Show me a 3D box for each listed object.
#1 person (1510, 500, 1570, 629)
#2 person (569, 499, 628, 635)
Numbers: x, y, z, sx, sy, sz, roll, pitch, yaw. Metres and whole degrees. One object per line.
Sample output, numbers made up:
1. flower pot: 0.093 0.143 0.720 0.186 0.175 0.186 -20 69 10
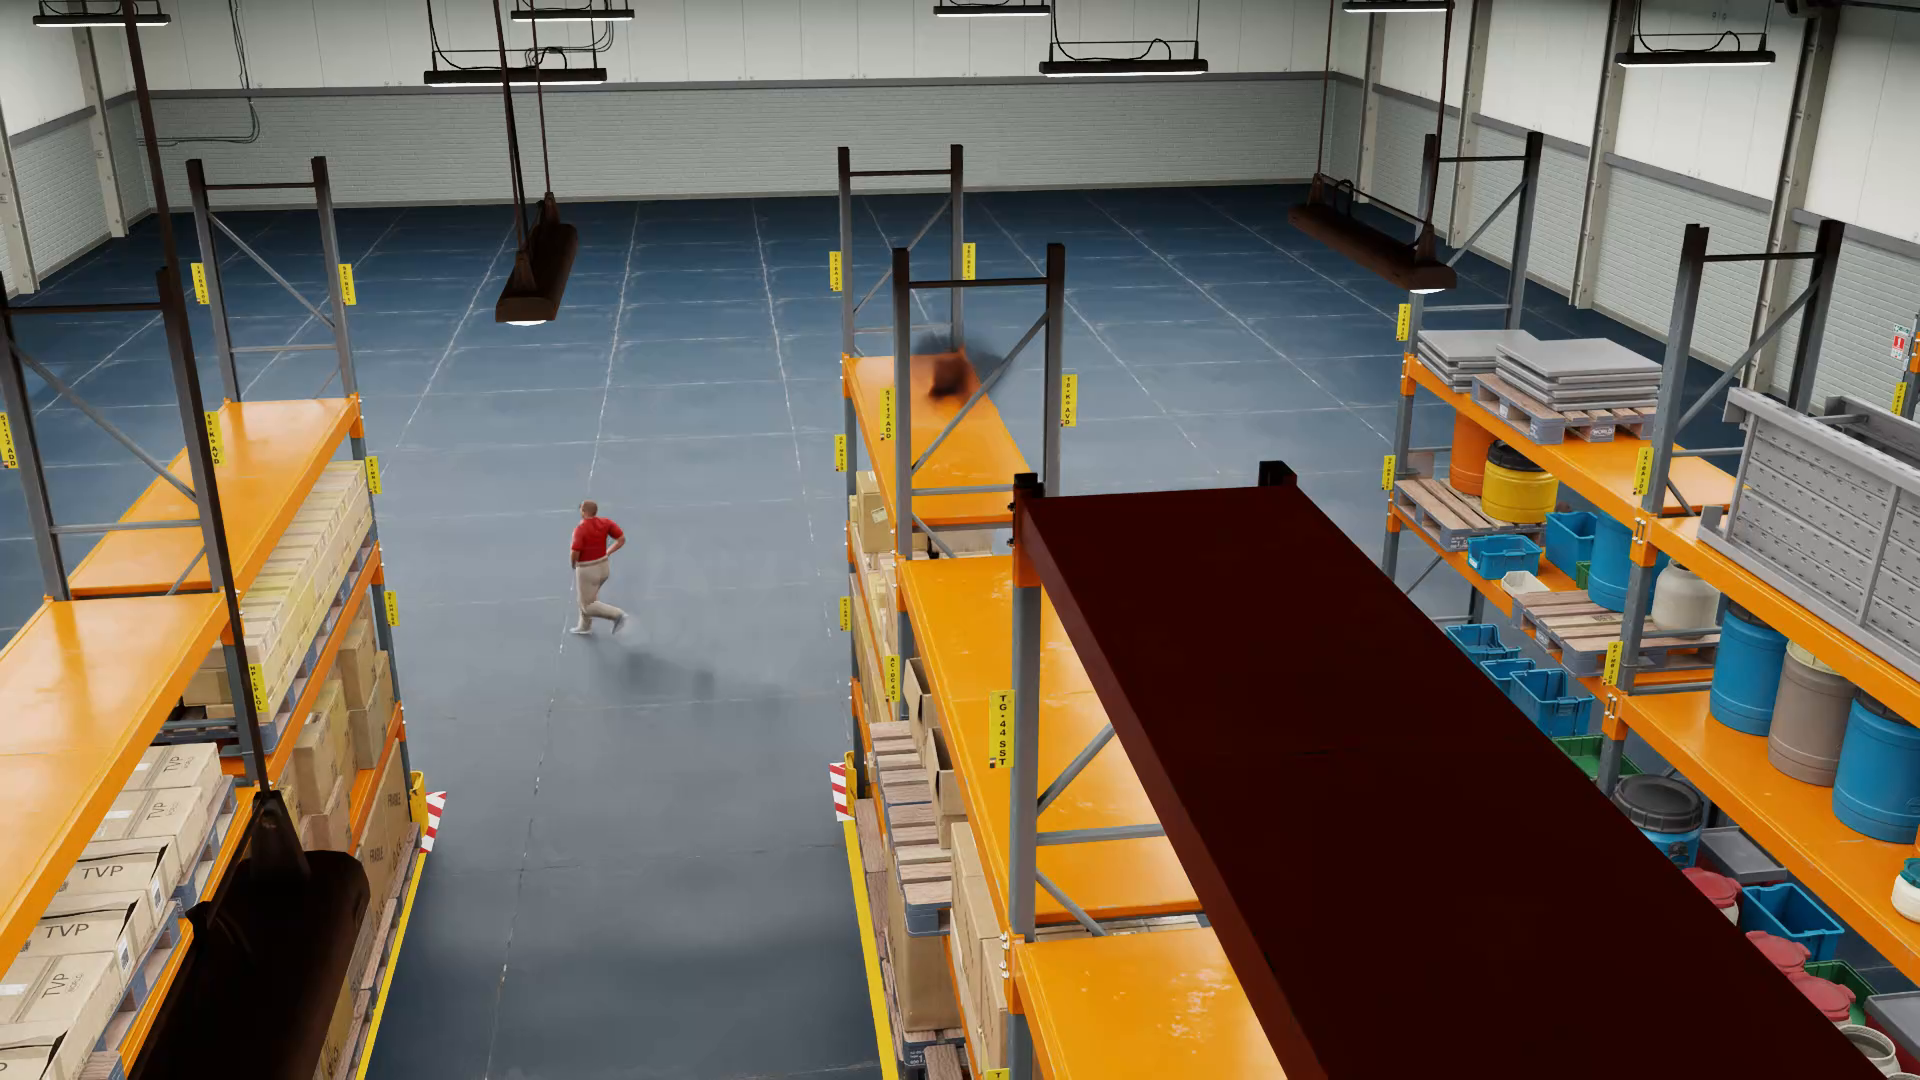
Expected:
1. person: 6.687 0.329 18.639 0.817 1.617 0.523 9 23 21
2. person: -4.059 0.367 18.489 1.018 1.719 0.643 13 25 29
